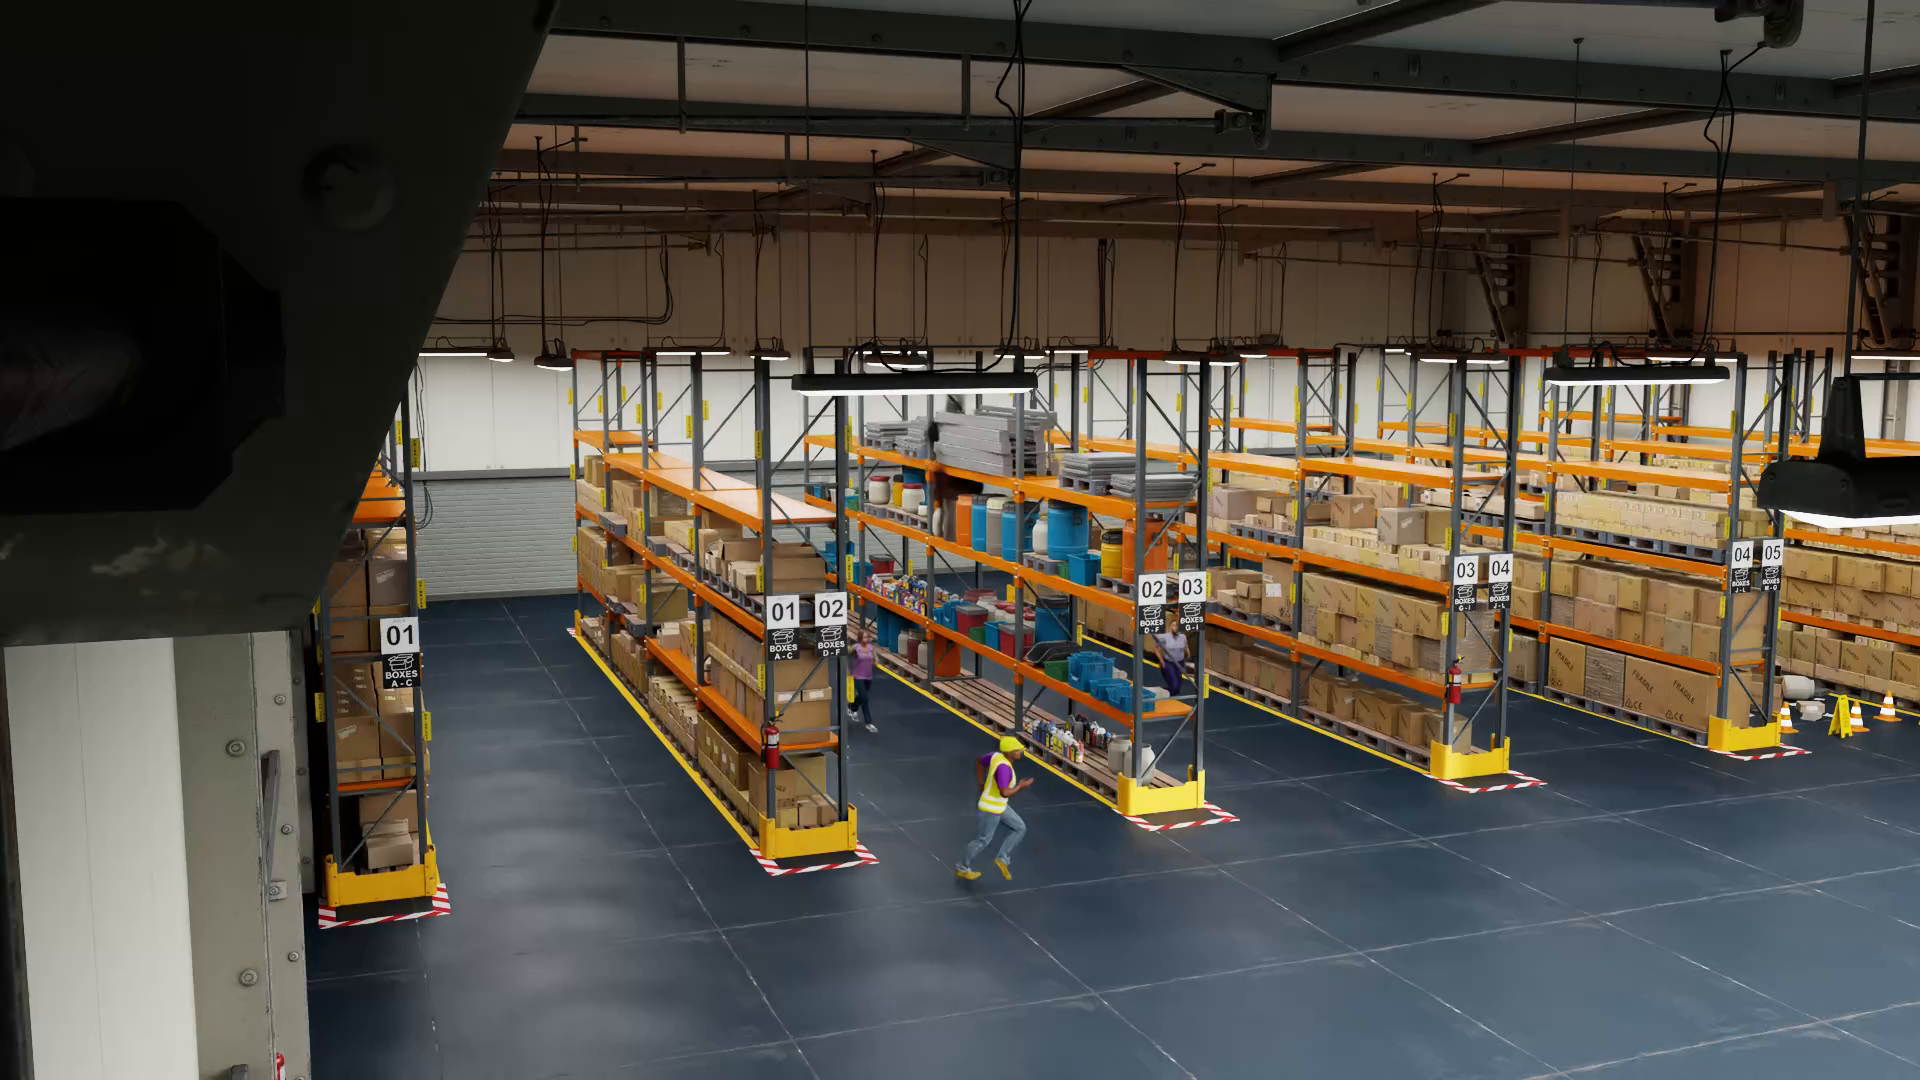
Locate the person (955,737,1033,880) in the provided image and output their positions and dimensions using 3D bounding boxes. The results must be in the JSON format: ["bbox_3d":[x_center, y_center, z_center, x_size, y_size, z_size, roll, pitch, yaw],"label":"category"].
[{"bbox_3d":[0.398,3.100,19.117,0.909,1.718,0.678,1,7,7],"label":"person"}]

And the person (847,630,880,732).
[{"bbox_3d":[-1.571,2.214,26.579,0.529,1.597,0.883,-5,9,-36],"label":"person"}]

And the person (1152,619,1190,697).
[{"bbox_3d":[3.547,2.120,27.482,0.580,1.637,0.630,-3,8,-23],"label":"person"}]

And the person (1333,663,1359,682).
[{"bbox_3d":[7.090,1.758,30.339,0.580,1.736,0.768,-4,8,-31],"label":"person"}]
